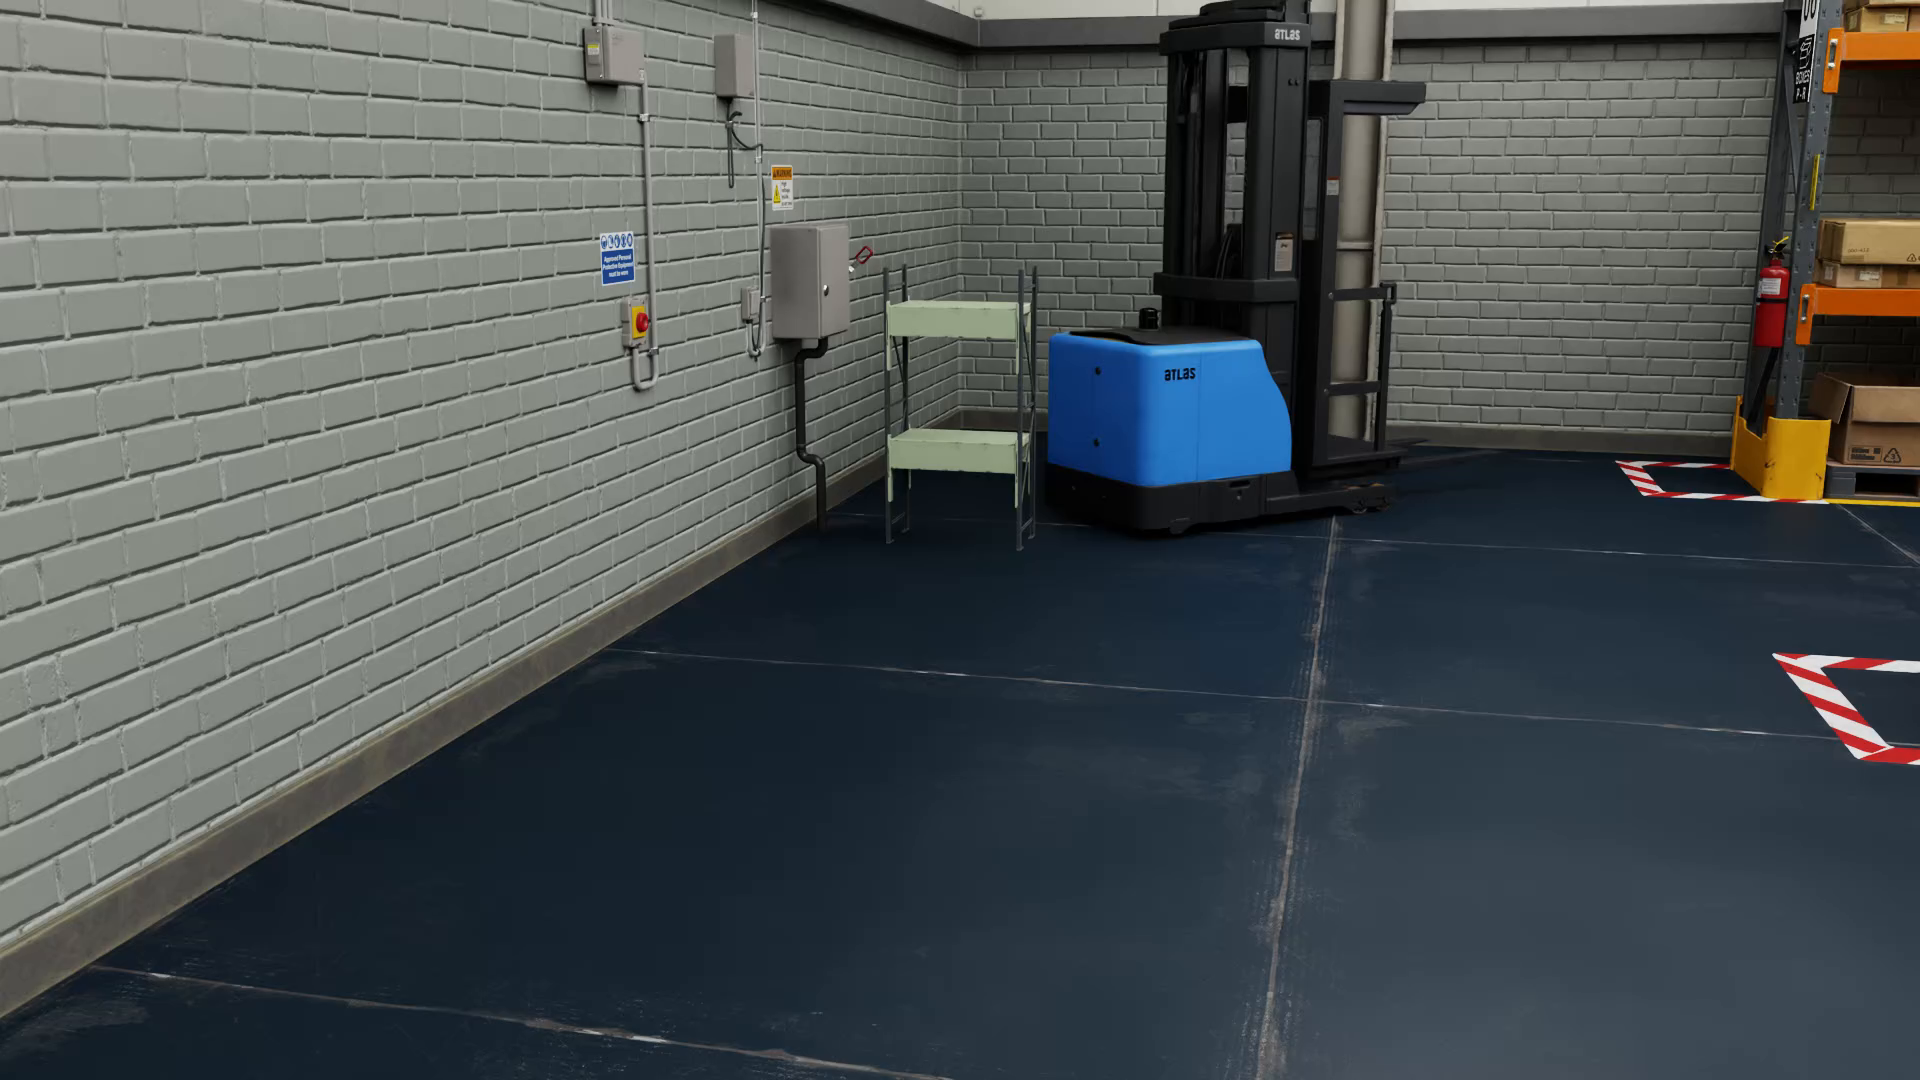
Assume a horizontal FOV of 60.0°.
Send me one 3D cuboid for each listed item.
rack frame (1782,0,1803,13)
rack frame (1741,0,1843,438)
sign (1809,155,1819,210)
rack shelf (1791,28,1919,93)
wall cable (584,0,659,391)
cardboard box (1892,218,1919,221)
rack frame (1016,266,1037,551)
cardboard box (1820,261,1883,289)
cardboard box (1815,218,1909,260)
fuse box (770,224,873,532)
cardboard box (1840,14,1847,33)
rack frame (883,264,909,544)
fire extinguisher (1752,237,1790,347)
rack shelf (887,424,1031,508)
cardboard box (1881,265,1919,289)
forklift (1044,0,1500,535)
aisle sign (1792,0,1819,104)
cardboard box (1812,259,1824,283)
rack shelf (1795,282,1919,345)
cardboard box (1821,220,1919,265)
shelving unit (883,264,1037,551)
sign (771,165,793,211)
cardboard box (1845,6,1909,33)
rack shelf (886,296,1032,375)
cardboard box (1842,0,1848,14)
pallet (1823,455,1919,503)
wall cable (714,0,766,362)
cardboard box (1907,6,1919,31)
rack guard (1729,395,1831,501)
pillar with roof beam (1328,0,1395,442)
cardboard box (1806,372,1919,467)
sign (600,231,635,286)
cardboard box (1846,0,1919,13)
[{"bbox_3d":[5.267,-4.771,9.961,0.127,3.000,1.000,3,13,14],"label":"rack frame"},{"bbox_3d":[5.267,-1.842,10.611,0.127,3.000,1.000,3,13,14],"label":"rack frame"},{"bbox_3d":[5.138,-2.150,10.003,0.005,0.325,0.100,3,13,14],"label":"sign"},{"bbox_3d":[7.209,-2.851,9.896,4.000,0.370,1.077,3,13,14],"label":"rack shelf"},{"bbox_3d":[-1.398,-1.597,7.088,0.123,1.953,0.585,3,13,14],"label":"wall cable"},{"bbox_3d":[6.278,-1.919,10.617,0.500,0.250,0.500,3,13,14],"label":"cardboard box"},{"bbox_3d":[0.362,-0.713,8.984,0.023,1.500,0.400,3,13,14],"label":"rack frame"},{"bbox_3d":[5.521,-1.645,10.301,0.250,0.149,0.380,3,13,13],"label":"cardboard box"},{"bbox_3d":[5.778,-1.946,10.739,0.500,0.250,0.500,3,13,15],"label":"cardboard box"},{"bbox_3d":[-0.753,-0.891,9.298,0.414,1.711,0.539,3,13,14],"label":"fuse box"},{"bbox_3d":[5.633,-3.216,10.457,0.250,0.149,0.380,3,13,15],"label":"cardboard box"},{"bbox_3d":[-0.349,-0.751,9.155,0.023,1.500,0.400,3,13,14],"label":"rack frame"},{"bbox_3d":[5.014,-1.533,10.256,0.183,0.674,0.296,3,13,14],"label":"fire extinguisher"},{"bbox_3d":[0.006,-0.414,9.140,0.720,0.370,0.431,3,13,14],"label":"rack shelf"},{"bbox_3d":[5.779,-1.641,10.285,0.250,0.149,0.380,3,13,15],"label":"cardboard box"},{"bbox_3d":[2.033,-1.675,10.017,3.031,2.935,1.130,-7,15,-30],"label":"forklift"},{"bbox_3d":[5.131,-3.053,10.067,0.004,0.787,0.394,3,13,14],"label":"aisle sign"},{"bbox_3d":[5.653,-1.759,10.815,0.250,0.149,0.380,3,13,13],"label":"cardboard box"},{"bbox_3d":[7.209,-1.387,10.221,4.000,0.370,1.077,3,13,14],"label":"rack shelf"},{"bbox_3d":[5.643,-1.834,10.233,0.500,0.250,0.500,3,13,14],"label":"cardboard box"},{"bbox_3d":[0.006,-0.732,9.070,0.755,1.500,0.431,3,13,14],"label":"shelving unit"},{"bbox_3d":[-0.968,-1.922,9.065,0.001,0.242,0.339,3,13,14],"label":"sign"},{"bbox_3d":[5.521,-3.118,10.018,0.250,0.149,0.380,3,13,15],"label":"cardboard box"},{"bbox_3d":[0.006,-1.113,8.985,0.720,0.370,0.431,3,13,14],"label":"rack shelf"},{"bbox_3d":[5.764,-3.413,10.424,0.500,0.250,0.500,3,13,13],"label":"cardboard box"},{"bbox_3d":[6.115,-0.435,10.709,1.213,0.211,1.003,3,13,14],"label":"pallet"},{"bbox_3d":[-1.070,-1.881,8.439,0.122,1.984,0.588,3,13,14],"label":"wall cable"},{"bbox_3d":[5.782,-3.110,9.982,0.250,0.149,0.380,3,13,15],"label":"cardboard box"},{"bbox_3d":[5.341,-0.618,10.864,0.348,0.500,1.175,3,13,14],"label":"rack guard"},{"bbox_3d":[1.834,-4.195,7.366,0.400,9.000,9.100,3,13,14],"label":"pillar with roof beam"},{"bbox_3d":[5.838,-0.777,10.603,0.637,0.503,0.797,3,13,11],"label":"cardboard box"},{"bbox_3d":[-1.469,-1.211,7.141,0.001,0.218,0.327,3,13,14],"label":"sign"},{"bbox_3d":[5.633,-3.298,9.907,0.500,0.250,0.500,3,13,13],"label":"cardboard box"}]
